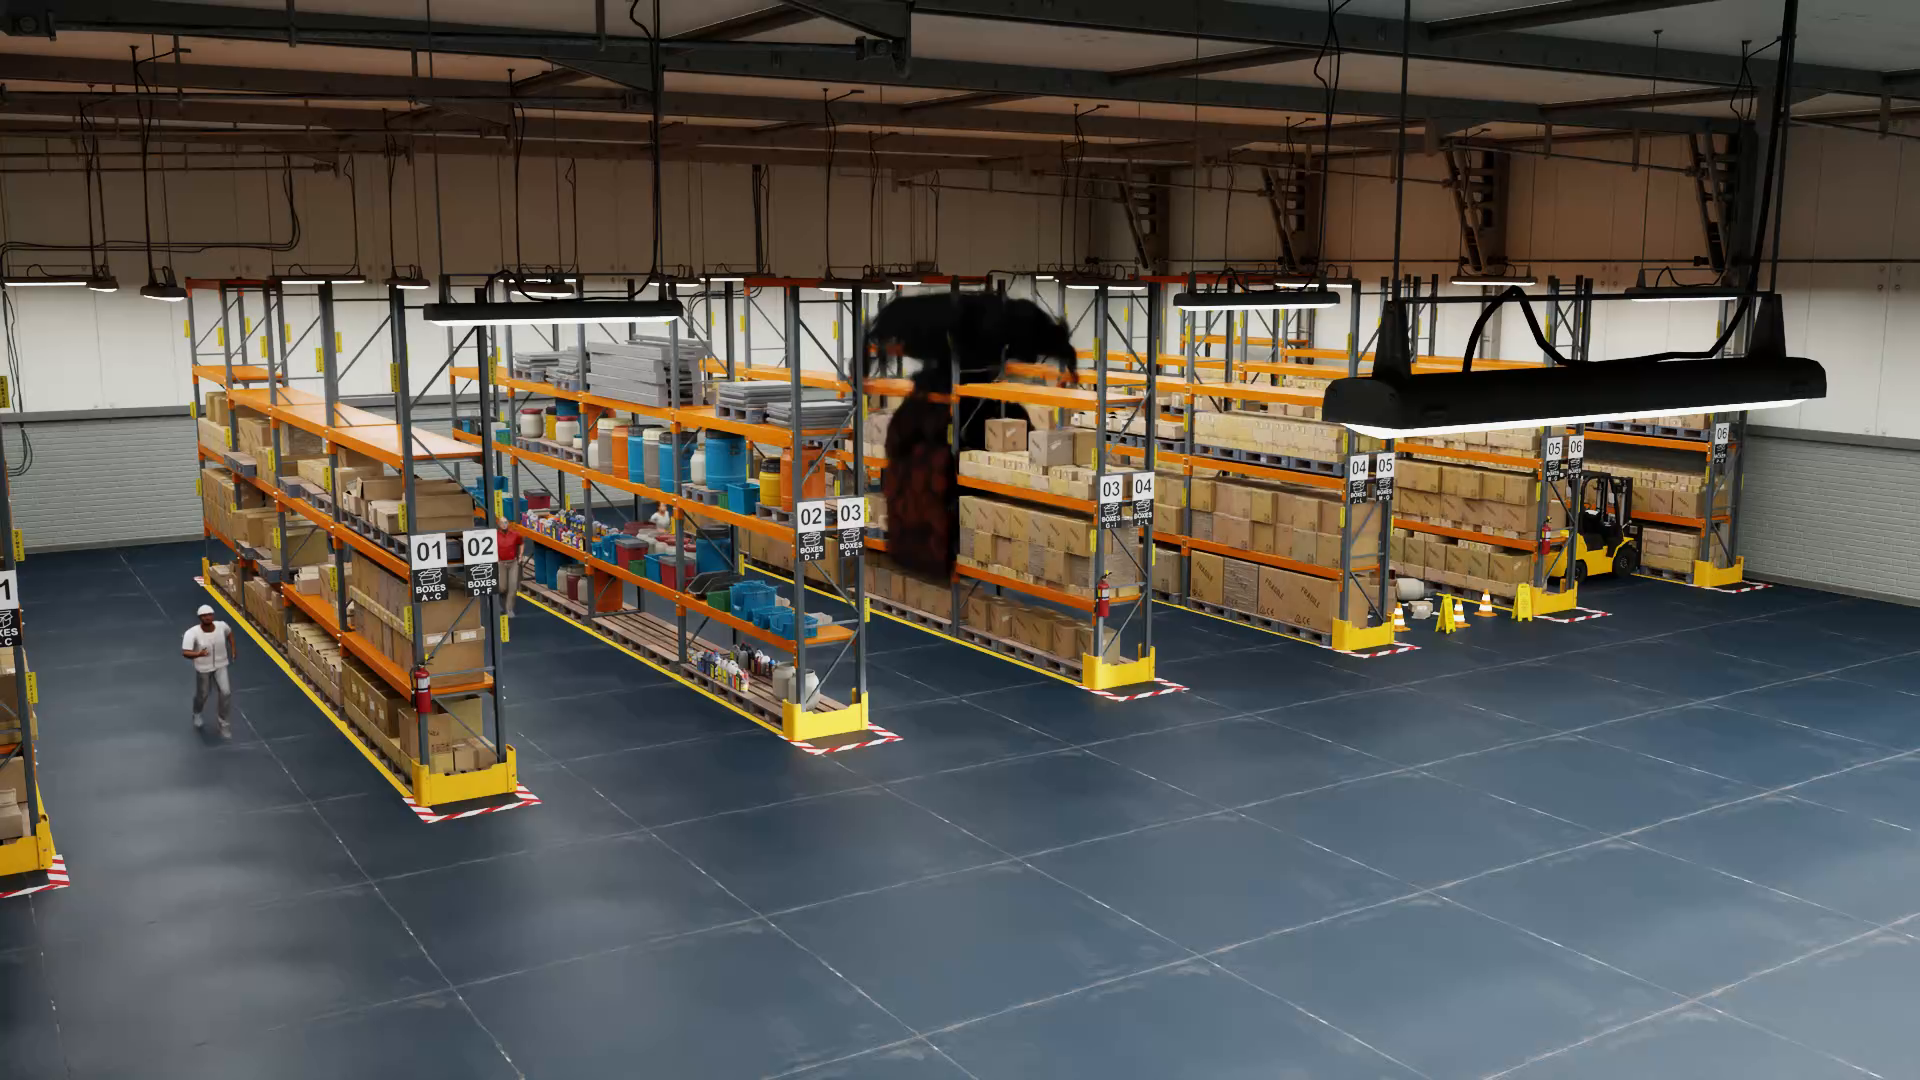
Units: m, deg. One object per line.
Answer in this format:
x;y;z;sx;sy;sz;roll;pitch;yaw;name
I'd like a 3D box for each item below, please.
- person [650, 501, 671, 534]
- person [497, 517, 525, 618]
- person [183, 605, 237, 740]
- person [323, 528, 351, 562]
-5.898;0.006;32.719;0.518;1.634;0.917;-7;12;-36;person
-7.780;0.447;28.544;0.662;1.714;0.618;-4;11;-24;person
-10.070;1.746;22.354;0.710;1.820;0.891;-7;12;-37;person
-12.609;-0.049;33.556;0.769;1.596;0.552;9;13;43;person
